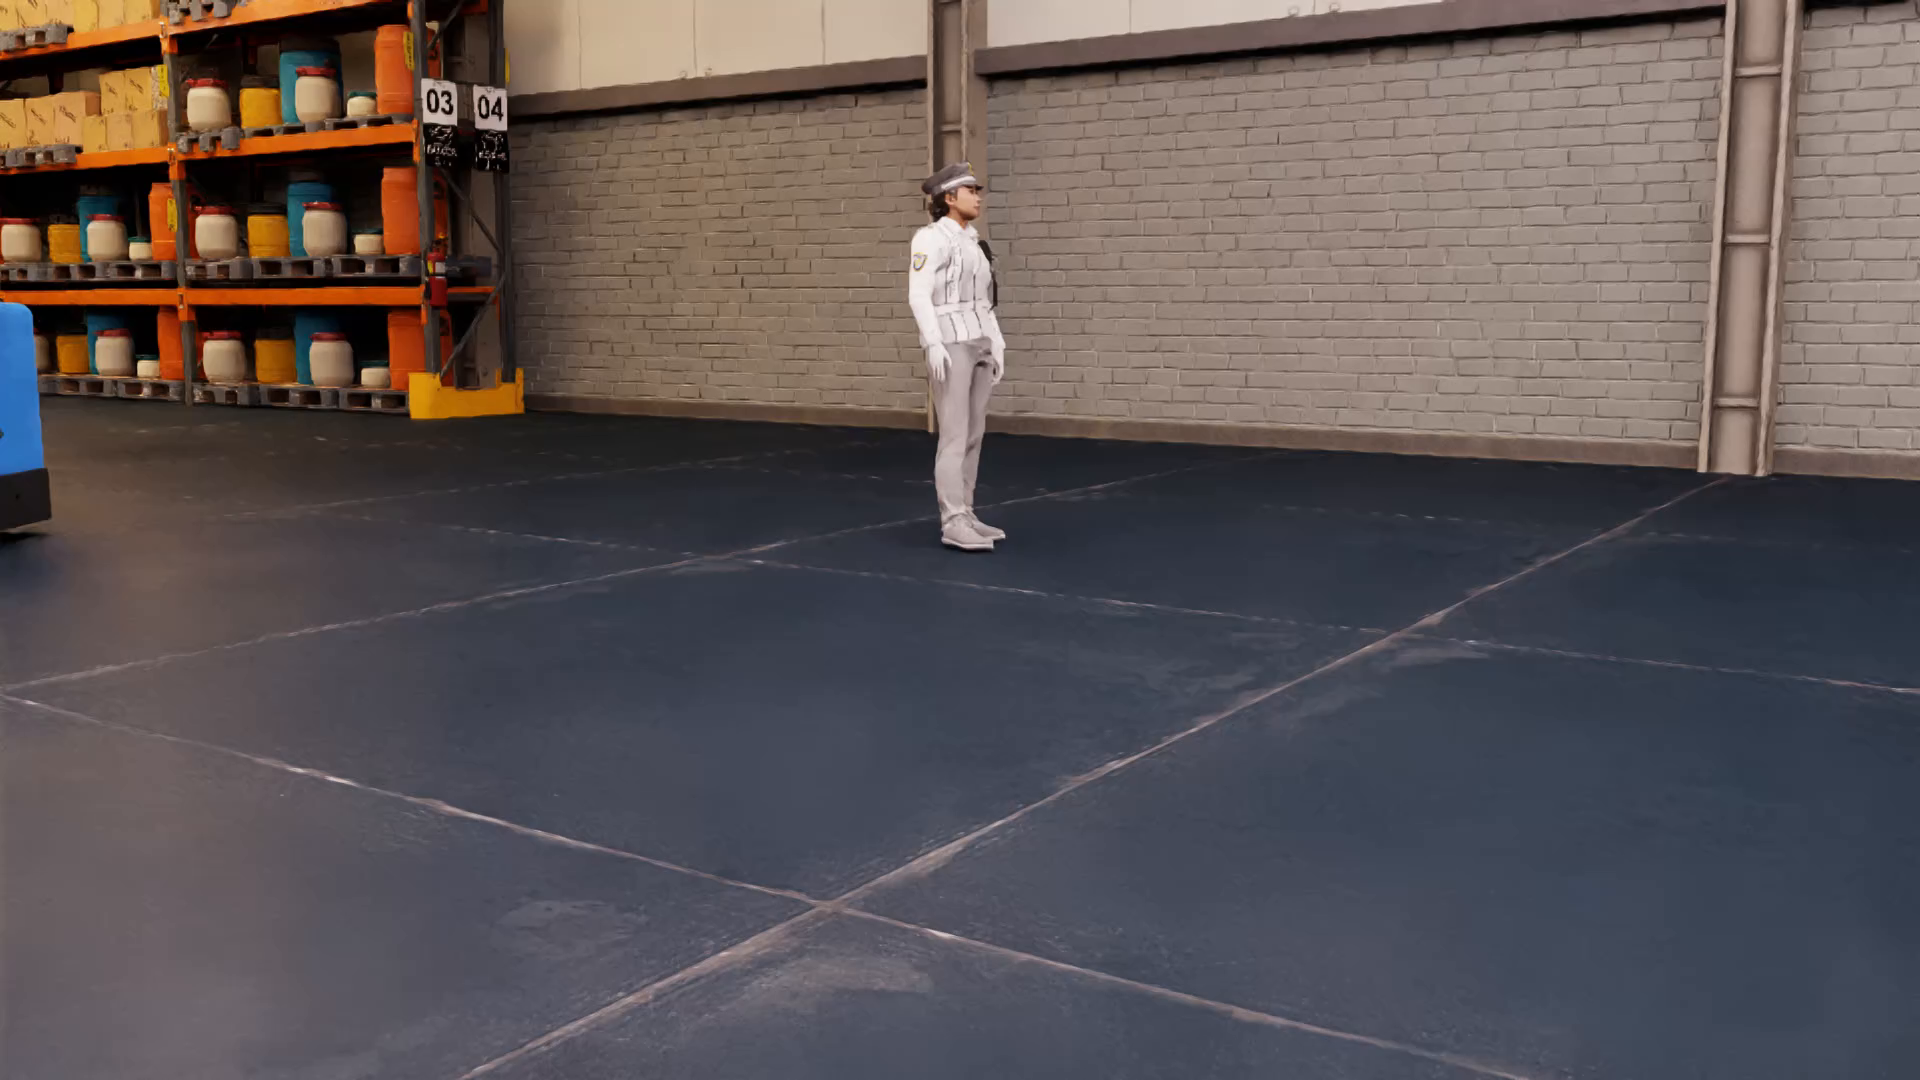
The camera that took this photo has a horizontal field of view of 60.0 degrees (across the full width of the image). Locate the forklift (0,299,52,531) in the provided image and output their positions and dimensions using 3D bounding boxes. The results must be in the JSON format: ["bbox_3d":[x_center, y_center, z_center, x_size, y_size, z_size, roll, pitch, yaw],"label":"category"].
[{"bbox_3d":[-5.764,-1.412,7.123,3.031,2.935,1.130,0,8,-2],"label":"forklift"}]

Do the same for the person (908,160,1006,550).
[{"bbox_3d":[0.052,-0.840,7.440,0.532,1.695,0.586,5,10,34],"label":"person"}]
